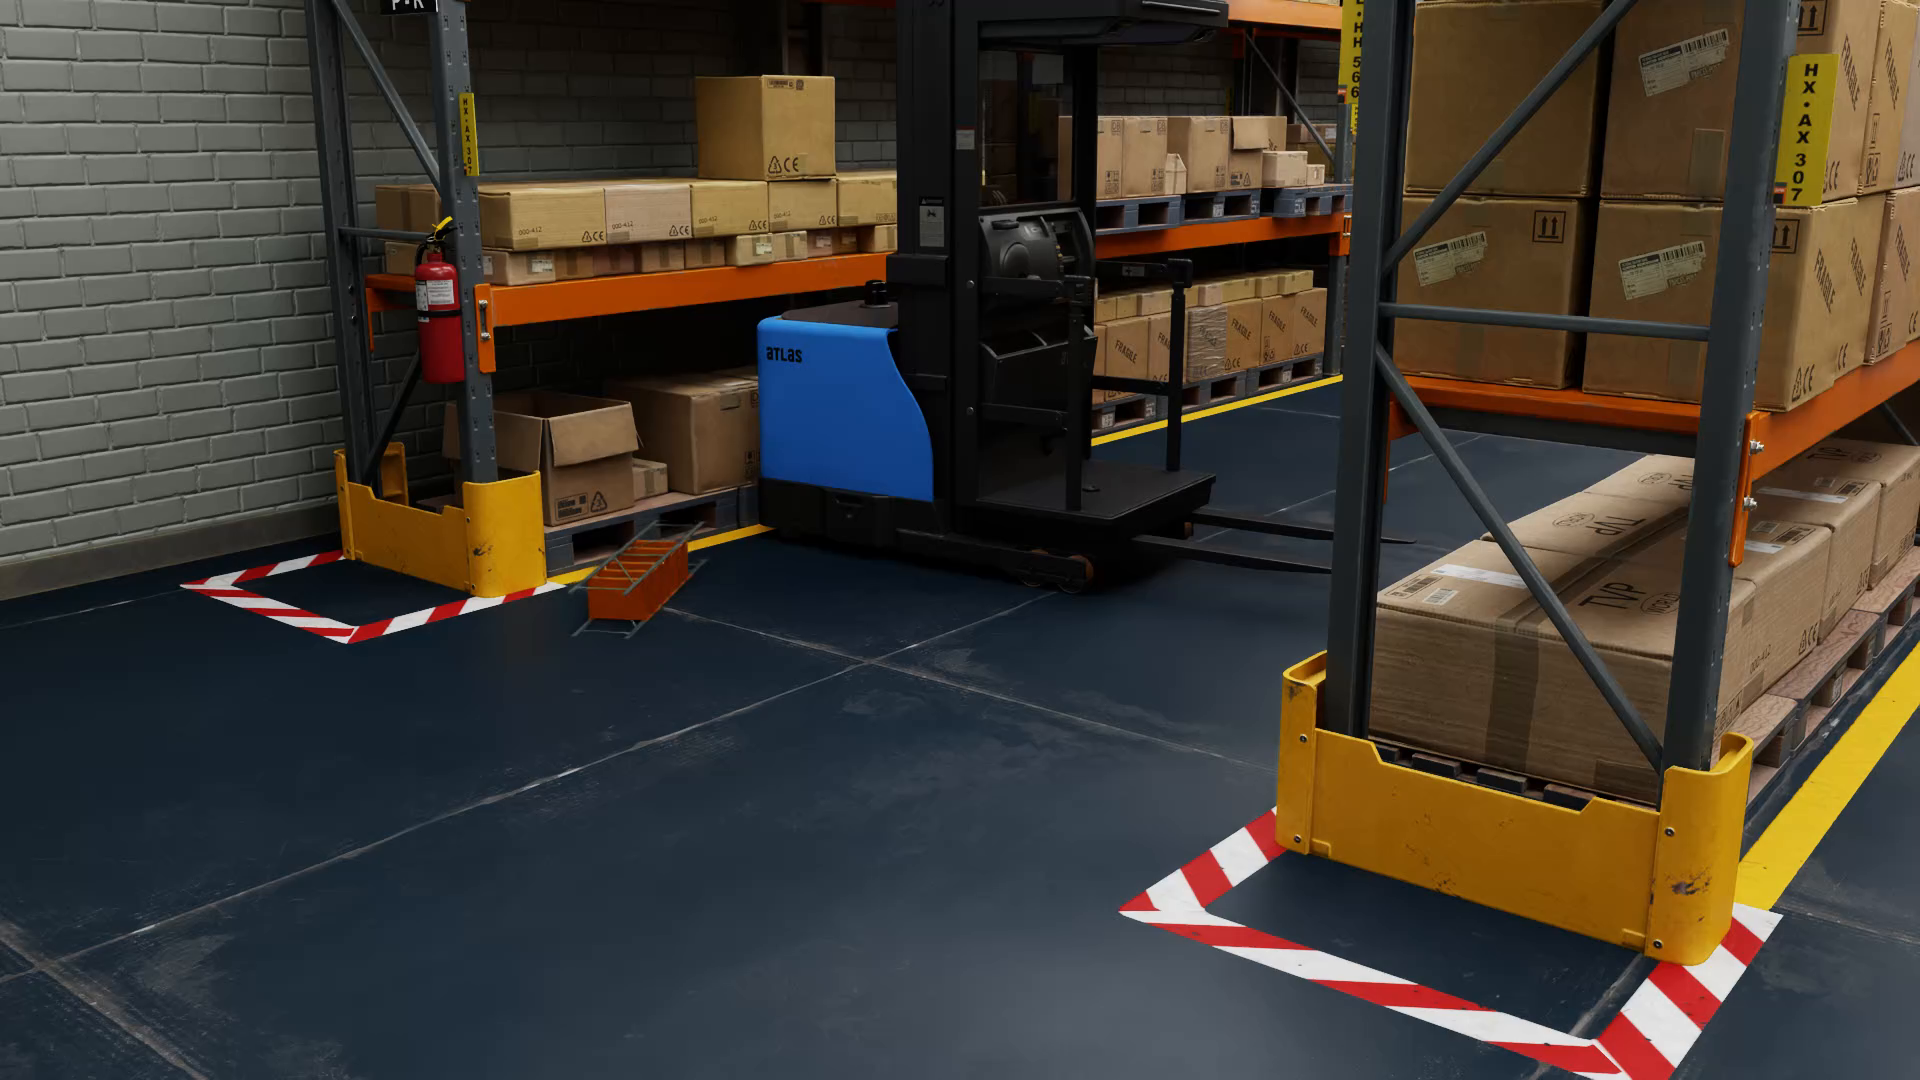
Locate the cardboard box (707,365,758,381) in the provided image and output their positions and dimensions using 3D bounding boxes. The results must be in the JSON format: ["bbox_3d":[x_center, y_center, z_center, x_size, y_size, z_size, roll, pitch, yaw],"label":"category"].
[{"bbox_3d":[-0.978,-0.644,8.790,0.500,0.500,0.500,12,18,39],"label":"cardboard box"}]

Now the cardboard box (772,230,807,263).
[{"bbox_3d":[-0.995,-1.498,8.436,0.380,0.149,0.250,12,18,39],"label":"cardboard box"}]

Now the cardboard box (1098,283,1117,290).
[{"bbox_3d":[0.888,-1.748,11.819,0.380,0.149,0.250,12,18,38],"label":"cardboard box"}]

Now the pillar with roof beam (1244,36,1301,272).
[{"bbox_3d":[6.081,-5.469,11.374,9.100,9.000,0.400,11,18,38],"label":"pillar with roof beam"}]

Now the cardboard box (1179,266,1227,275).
[{"bbox_3d":[1.857,-2.046,12.993,0.380,0.149,0.250,12,19,39],"label":"cardboard box"}]

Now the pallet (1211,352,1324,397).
[{"bbox_3d":[2.116,-1.350,13.007,1.003,0.211,1.213,11,18,38],"label":"pallet"}]

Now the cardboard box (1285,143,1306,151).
[{"bbox_3d":[2.681,-3.137,13.668,0.500,0.250,0.500,12,18,39],"label":"cardboard box"}]

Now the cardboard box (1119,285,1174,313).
[{"bbox_3d":[1.305,-1.666,11.495,0.380,0.149,0.250,12,19,39],"label":"cardboard box"}]

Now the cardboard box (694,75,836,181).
[{"bbox_3d":[-0.976,-2.074,8.371,0.500,0.500,0.500,12,18,39],"label":"cardboard box"}]

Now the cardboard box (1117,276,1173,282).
[{"bbox_3d":[1.393,-1.891,12.382,0.380,0.149,0.250,11,18,36],"label":"cardboard box"}]

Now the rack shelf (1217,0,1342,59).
[{"bbox_3d":[1.358,-3.560,11.415,1.077,0.370,4.000,11,18,38],"label":"rack shelf"}]

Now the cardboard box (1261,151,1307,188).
[{"bbox_3d":[2.203,-2.717,12.178,0.500,0.250,0.500,10,17,35],"label":"cardboard box"}]

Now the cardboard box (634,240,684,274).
[{"bbox_3d":[-1.525,-1.355,7.877,0.380,0.149,0.250,12,19,39],"label":"cardboard box"}]

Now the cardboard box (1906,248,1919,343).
[{"bbox_3d":[2.906,-0.929,5.485,0.500,0.500,0.500,12,19,39],"label":"cardboard box"}]

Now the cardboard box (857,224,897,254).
[{"bbox_3d":[-0.519,-1.644,9.014,0.380,0.149,0.250,11,18,37],"label":"cardboard box"}]

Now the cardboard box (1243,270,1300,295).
[{"bbox_3d":[2.354,-1.954,12.629,0.380,0.149,0.250,10,17,35],"label":"cardboard box"}]

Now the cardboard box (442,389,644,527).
[{"bbox_3d":[-1.955,-0.402,7.832,0.797,0.503,0.637,10,18,35],"label":"cardboard box"}]

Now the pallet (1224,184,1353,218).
[{"bbox_3d":[2.243,-2.605,12.673,1.213,0.211,1.003,11,18,38],"label":"pallet"}]

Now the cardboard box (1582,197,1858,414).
[{"bbox_3d":[1.975,-0.635,4.327,0.500,0.500,0.500,11,18,37],"label":"cardboard box"}]

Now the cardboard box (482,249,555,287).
[{"bbox_3d":[-1.993,-1.205,7.284,0.380,0.149,0.250,11,18,37],"label":"cardboard box"}]

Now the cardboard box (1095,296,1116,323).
[{"bbox_3d":[0.799,-1.522,10.929,0.380,0.149,0.250,10,17,35],"label":"cardboard box"}]

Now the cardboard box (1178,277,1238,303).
[{"bbox_3d":[1.796,-1.819,12.097,0.380,0.149,0.250,11,18,37],"label":"cardboard box"}]

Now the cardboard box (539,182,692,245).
[{"bbox_3d":[-1.602,-1.520,7.713,0.500,0.250,0.500,12,18,38],"label":"cardboard box"}]

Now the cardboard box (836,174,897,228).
[{"bbox_3d":[-0.657,-1.817,8.883,0.500,0.250,0.500,11,18,37],"label":"cardboard box"}]

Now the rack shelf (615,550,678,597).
[{"bbox_3d":[-1.355,0.140,7.171,0.258,0.180,0.103,2,15,6],"label":"rack shelf"}]

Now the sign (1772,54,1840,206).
[{"bbox_3d":[1.878,-0.910,3.693,0.100,0.325,0.005,11,18,38],"label":"sign"}]

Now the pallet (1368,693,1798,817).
[{"bbox_3d":[1.891,0.647,5.146,1.003,0.211,1.213,11,18,38],"label":"pallet"}]

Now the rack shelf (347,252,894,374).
[{"bbox_3d":[-1.156,-1.341,8.769,1.077,0.370,4.000,11,18,38],"label":"rack shelf"}]

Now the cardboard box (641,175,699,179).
[{"bbox_3d":[-1.362,-1.800,8.815,0.500,0.250,0.500,11,18,37],"label":"cardboard box"}]

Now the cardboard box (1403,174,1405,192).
[{"bbox_3d":[3.404,-2.908,13.784,0.500,0.250,0.500,11,18,36],"label":"cardboard box"}]

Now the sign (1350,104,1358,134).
[{"bbox_3d":[3.043,-3.279,12.747,0.100,0.325,0.005,11,18,38],"label":"sign"}]

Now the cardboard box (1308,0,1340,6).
[{"bbox_3d":[2.481,-4.084,12.318,0.500,0.250,0.500,11,18,36],"label":"cardboard box"}]

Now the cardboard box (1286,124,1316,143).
[{"bbox_3d":[2.662,-3.295,13.480,0.380,0.149,0.250,12,19,39],"label":"cardboard box"}]

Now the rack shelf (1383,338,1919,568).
[{"bbox_3d":[2.707,-0.573,5.748,1.077,0.370,4.000,11,18,38],"label":"rack shelf"}]

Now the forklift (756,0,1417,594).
[{"bbox_3d":[0.531,-1.337,7.433,3.031,2.935,1.130,9,17,31],"label":"forklift"}]

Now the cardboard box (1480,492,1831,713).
[{"bbox_3d":[2.355,0.181,5.669,0.875,0.438,0.875,12,18,39],"label":"cardboard box"}]

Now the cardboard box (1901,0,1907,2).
[{"bbox_3d":[2.401,-1.558,4.612,0.380,0.149,0.250,11,18,36],"label":"cardboard box"}]

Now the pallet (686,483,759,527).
[{"bbox_3d":[-1.098,-0.355,9.091,1.003,0.211,1.213,11,18,38],"label":"pallet"}]

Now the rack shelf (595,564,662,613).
[{"bbox_3d":[-1.382,0.201,6.940,0.258,0.180,0.103,2,15,6],"label":"rack shelf"}]

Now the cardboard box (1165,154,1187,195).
[{"bbox_3d":[1.272,-2.417,10.967,0.396,0.266,0.258,12,19,40],"label":"cardboard box"}]

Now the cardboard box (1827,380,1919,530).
[{"bbox_3d":[4.291,-0.610,7.893,0.875,0.875,0.875,12,19,39],"label":"cardboard box"}]

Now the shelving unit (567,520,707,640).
[{"bbox_3d":[-1.360,0.152,7.128,0.258,0.189,1.200,2,15,6],"label":"shelving unit"}]

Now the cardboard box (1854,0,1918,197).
[{"bbox_3d":[2.292,-1.220,4.599,0.500,0.500,0.500,11,18,36],"label":"cardboard box"}]

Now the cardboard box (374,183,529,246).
[{"bbox_3d":[-2.331,-1.507,7.663,0.500,0.250,0.500,12,19,39],"label":"cardboard box"}]

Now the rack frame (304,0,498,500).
[{"bbox_3d":[-2.413,-1.306,7.173,1.000,3.000,0.127,11,18,38],"label":"rack frame"}]

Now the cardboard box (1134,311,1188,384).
[{"bbox_3d":[1.224,-1.321,11.453,0.500,0.500,0.500,11,18,36],"label":"cardboard box"}]

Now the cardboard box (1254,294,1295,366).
[{"bbox_3d":[2.193,-1.622,12.639,0.500,0.500,0.500,11,18,37],"label":"cardboard box"}]

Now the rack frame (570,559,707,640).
[{"bbox_3d":[-1.360,0.240,7.151,0.240,0.006,1.200,2,15,6],"label":"rack frame"}]
